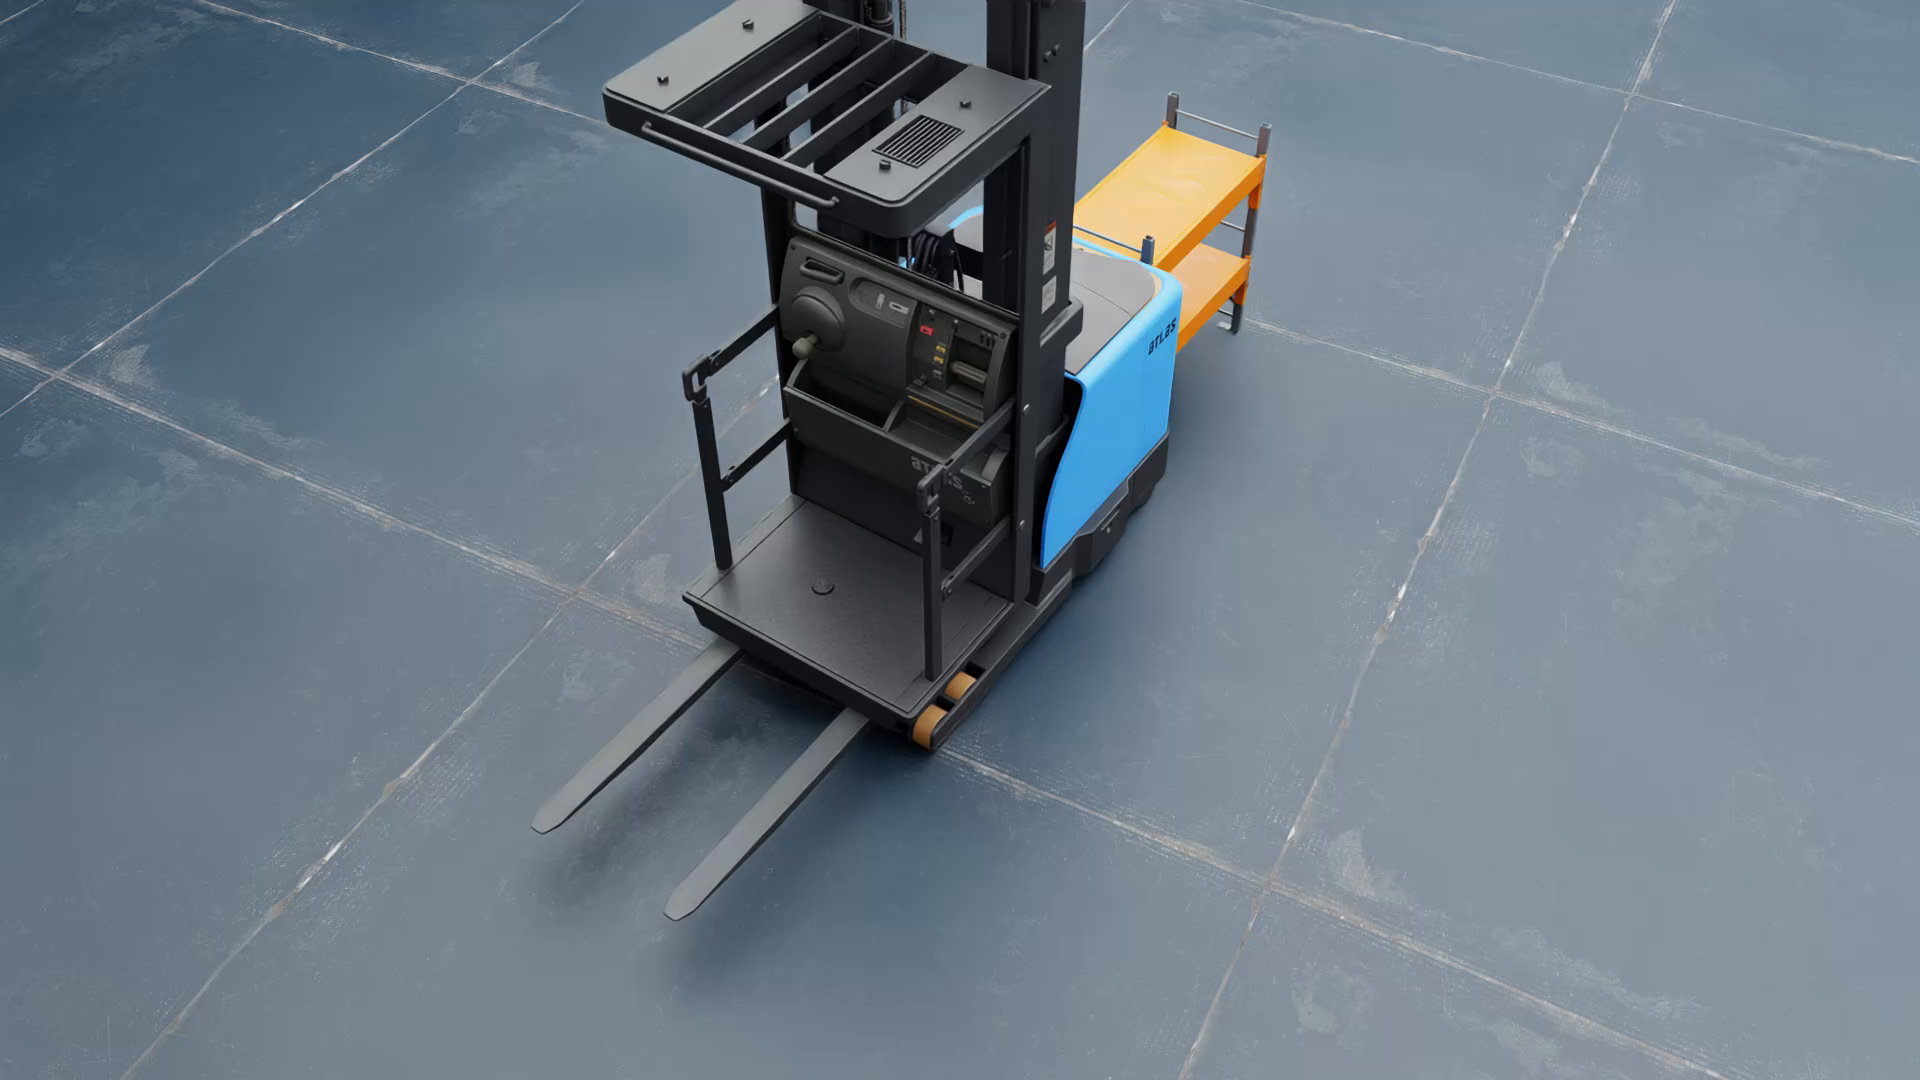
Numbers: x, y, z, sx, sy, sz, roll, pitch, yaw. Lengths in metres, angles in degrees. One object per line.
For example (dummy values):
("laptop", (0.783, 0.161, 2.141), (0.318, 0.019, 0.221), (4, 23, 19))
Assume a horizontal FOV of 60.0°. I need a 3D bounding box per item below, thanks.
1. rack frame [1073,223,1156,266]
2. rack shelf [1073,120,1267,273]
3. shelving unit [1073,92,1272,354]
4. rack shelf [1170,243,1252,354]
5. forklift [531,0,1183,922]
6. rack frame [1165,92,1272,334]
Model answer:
("rack frame", (0.567, -0.903, 7.132), (0.500, 1.125, 0.032), (26, 51, 23))
("rack shelf", (0.855, -1.407, 7.218), (0.538, 0.278, 1.000), (26, 51, 23))
("shelving unit", (0.855, -1.201, 7.426), (0.538, 1.125, 1.048), (26, 51, 23))
("rack shelf", (0.855, -1.029, 7.600), (0.538, 0.278, 1.000), (26, 51, 23))
("forklift", (-0.353, -0.638, 5.600), (1.130, 2.935, 3.031), (26, 51, 23))
("rack frame", (1.142, -1.499, 7.721), (0.500, 1.125, 0.032), (26, 51, 23))
